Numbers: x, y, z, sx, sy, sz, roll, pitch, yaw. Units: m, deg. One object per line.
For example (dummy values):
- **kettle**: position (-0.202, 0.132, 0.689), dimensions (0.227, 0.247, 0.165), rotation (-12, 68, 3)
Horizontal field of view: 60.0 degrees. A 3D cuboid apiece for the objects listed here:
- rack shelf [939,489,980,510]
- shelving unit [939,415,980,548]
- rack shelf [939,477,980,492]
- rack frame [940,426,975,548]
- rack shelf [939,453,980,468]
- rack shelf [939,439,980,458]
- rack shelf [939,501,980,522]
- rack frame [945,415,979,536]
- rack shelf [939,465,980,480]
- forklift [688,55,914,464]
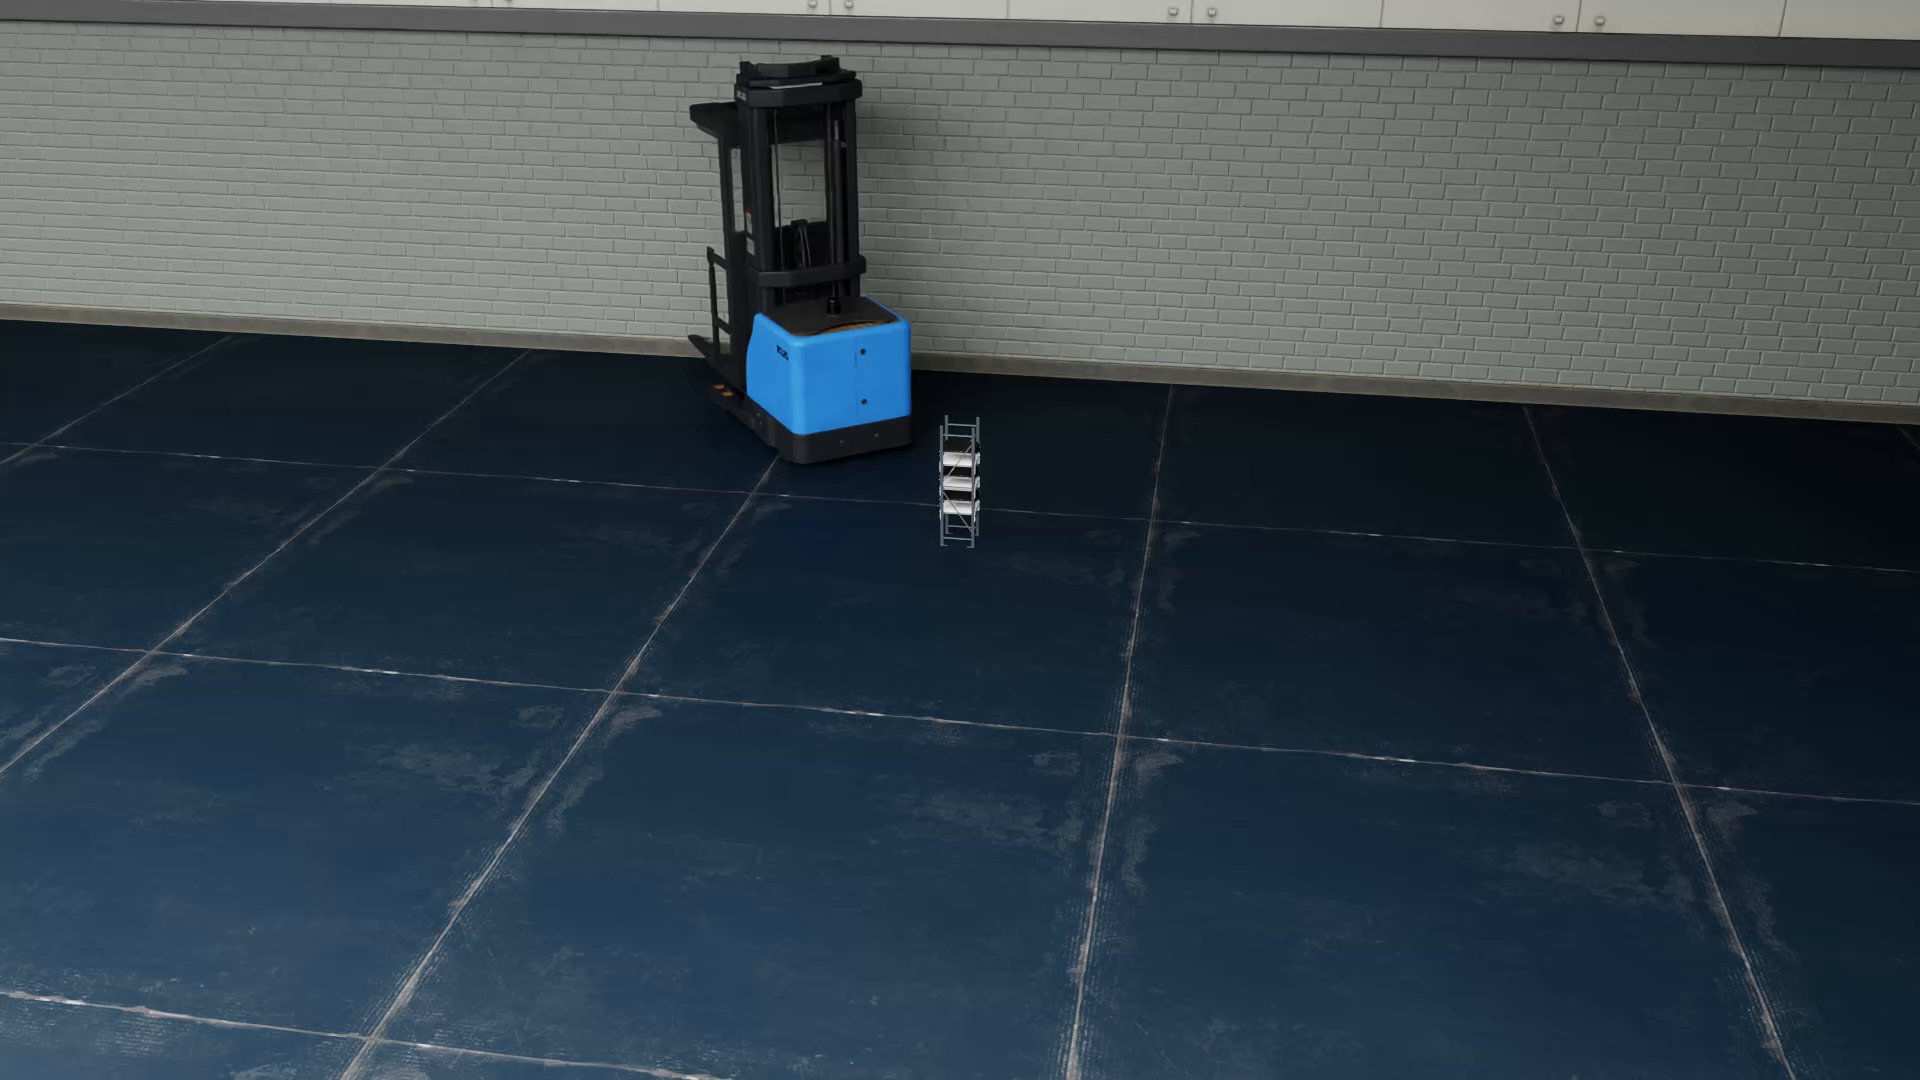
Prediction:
- **rack shelf**: position (-0.001, -0.292, 11.649), dimensions (0.258, 0.077, 0.200), rotation (4, 25, 9)
- **shelving unit**: position (-0.001, -0.404, 11.596), dimensions (0.258, 0.900, 0.210), rotation (4, 25, 9)
- **rack shelf**: position (-0.001, -0.374, 11.610), dimensions (0.258, 0.077, 0.200), rotation (4, 25, 9)
- **rack frame**: position (-0.018, -0.362, 11.505), dimensions (0.240, 0.900, 0.006), rotation (4, 25, 9)
- **rack shelf**: position (-0.001, -0.537, 11.534), dimensions (0.258, 0.077, 0.200), rotation (4, 25, 9)
- **rack shelf**: position (-0.001, -0.619, 11.496), dimensions (0.258, 0.077, 0.200), rotation (4, 25, 9)
- **rack shelf**: position (-0.001, -0.211, 11.687), dimensions (0.258, 0.077, 0.200), rotation (4, 25, 9)
- **rack frame**: position (0.015, -0.447, 11.687), dimensions (0.240, 0.900, 0.006), rotation (4, 25, 9)
- **rack shelf**: position (-0.001, -0.455, 11.572), dimensions (0.258, 0.077, 0.200), rotation (4, 25, 9)
- **forklift**: position (-1.500, -2.504, 13.687), dimensions (1.130, 2.935, 3.031), rotation (-13, 28, -25)
